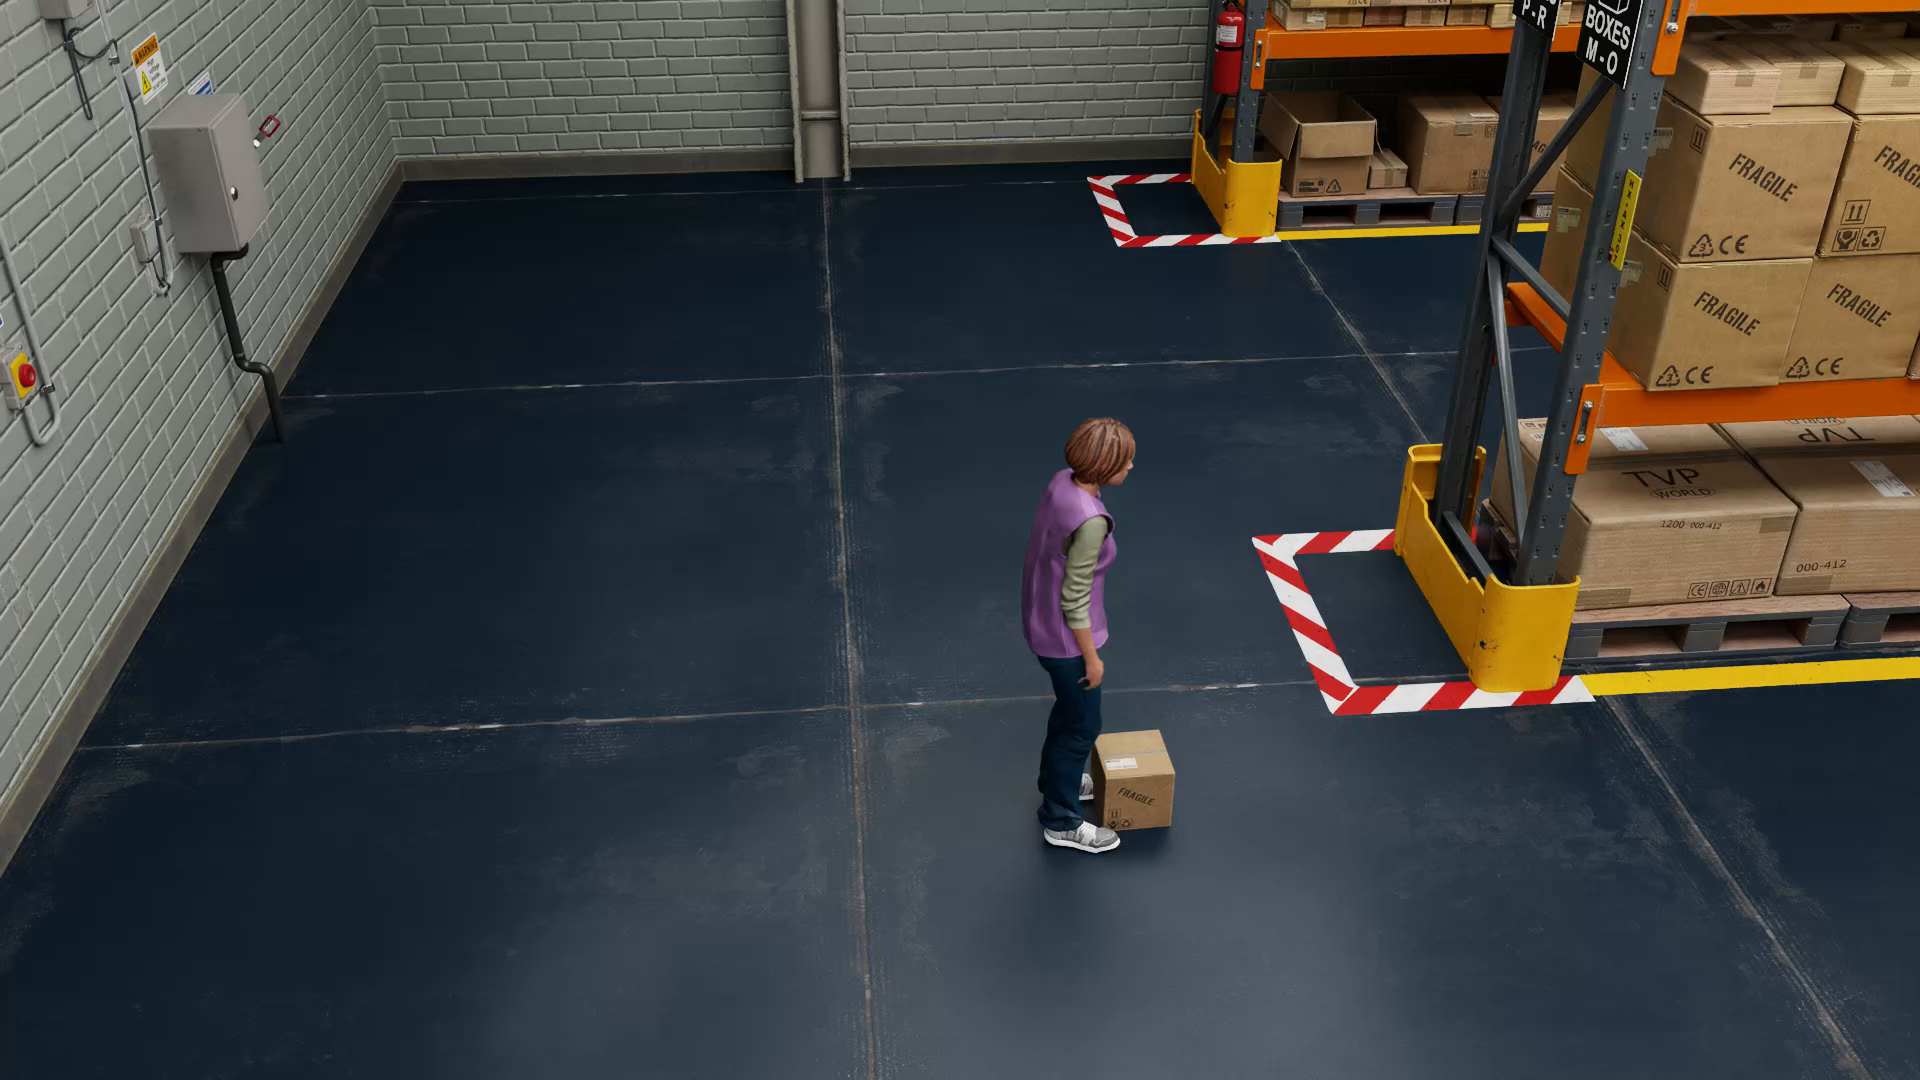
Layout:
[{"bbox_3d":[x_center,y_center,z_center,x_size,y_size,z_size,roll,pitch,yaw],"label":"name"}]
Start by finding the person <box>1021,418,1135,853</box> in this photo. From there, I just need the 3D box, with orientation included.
[{"bbox_3d":[0.396,0.313,5.634,0.365,1.593,0.465,-3,32,-5],"label":"person"}]
